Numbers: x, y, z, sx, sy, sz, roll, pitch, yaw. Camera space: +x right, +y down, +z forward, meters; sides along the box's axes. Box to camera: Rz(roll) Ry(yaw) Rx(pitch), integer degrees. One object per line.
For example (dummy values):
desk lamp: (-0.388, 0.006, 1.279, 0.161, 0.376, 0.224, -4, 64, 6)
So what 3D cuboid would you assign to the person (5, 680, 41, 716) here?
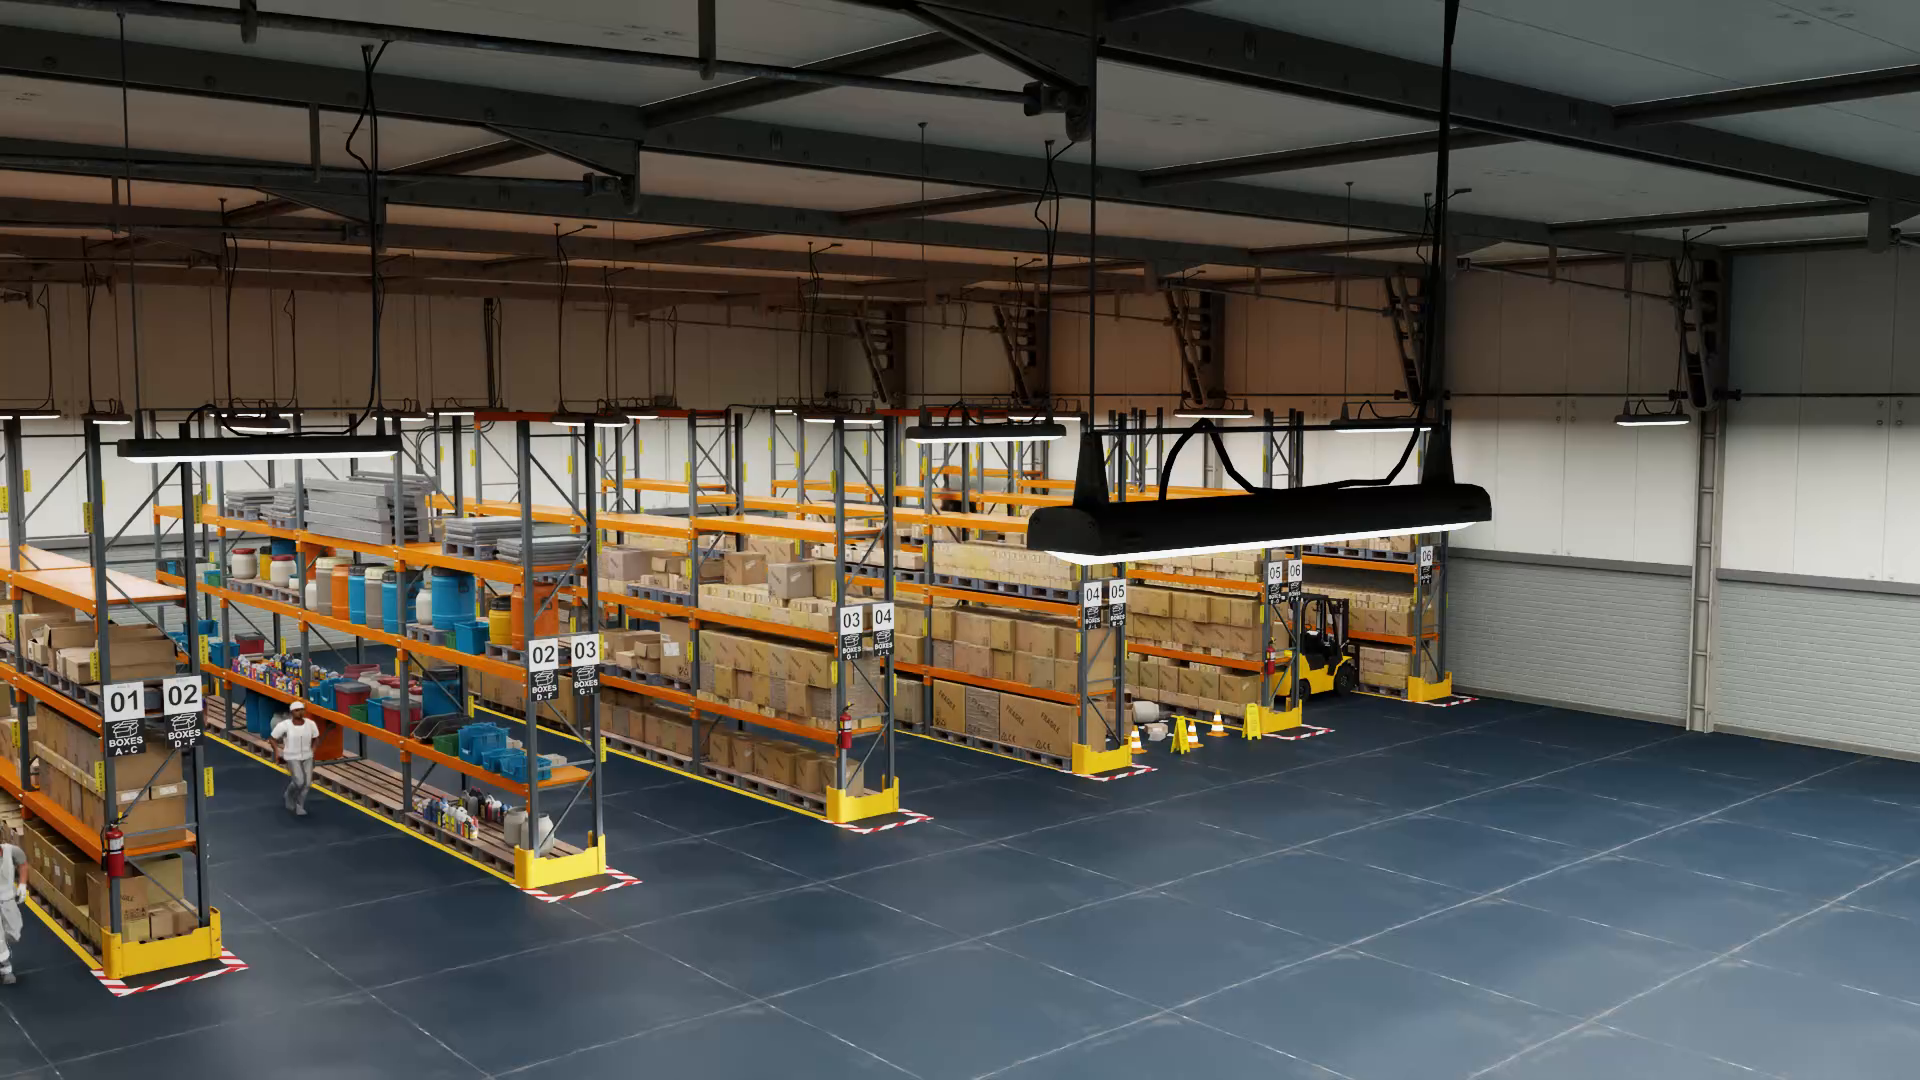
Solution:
person: (-17.604, 2.811, 31.182, 0.645, 1.582, 0.624, 3, 6, 32)

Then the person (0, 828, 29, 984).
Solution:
person: (-10.425, 3.890, 17.964, 0.685, 1.744, 0.628, -4, 6, -38)

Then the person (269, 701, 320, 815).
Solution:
person: (-9.902, 3.277, 24.926, 0.691, 1.724, 0.590, -5, 7, -43)

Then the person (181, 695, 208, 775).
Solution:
person: (-12.774, 3.115, 27.643, 0.578, 1.618, 0.582, 5, 7, 43)
